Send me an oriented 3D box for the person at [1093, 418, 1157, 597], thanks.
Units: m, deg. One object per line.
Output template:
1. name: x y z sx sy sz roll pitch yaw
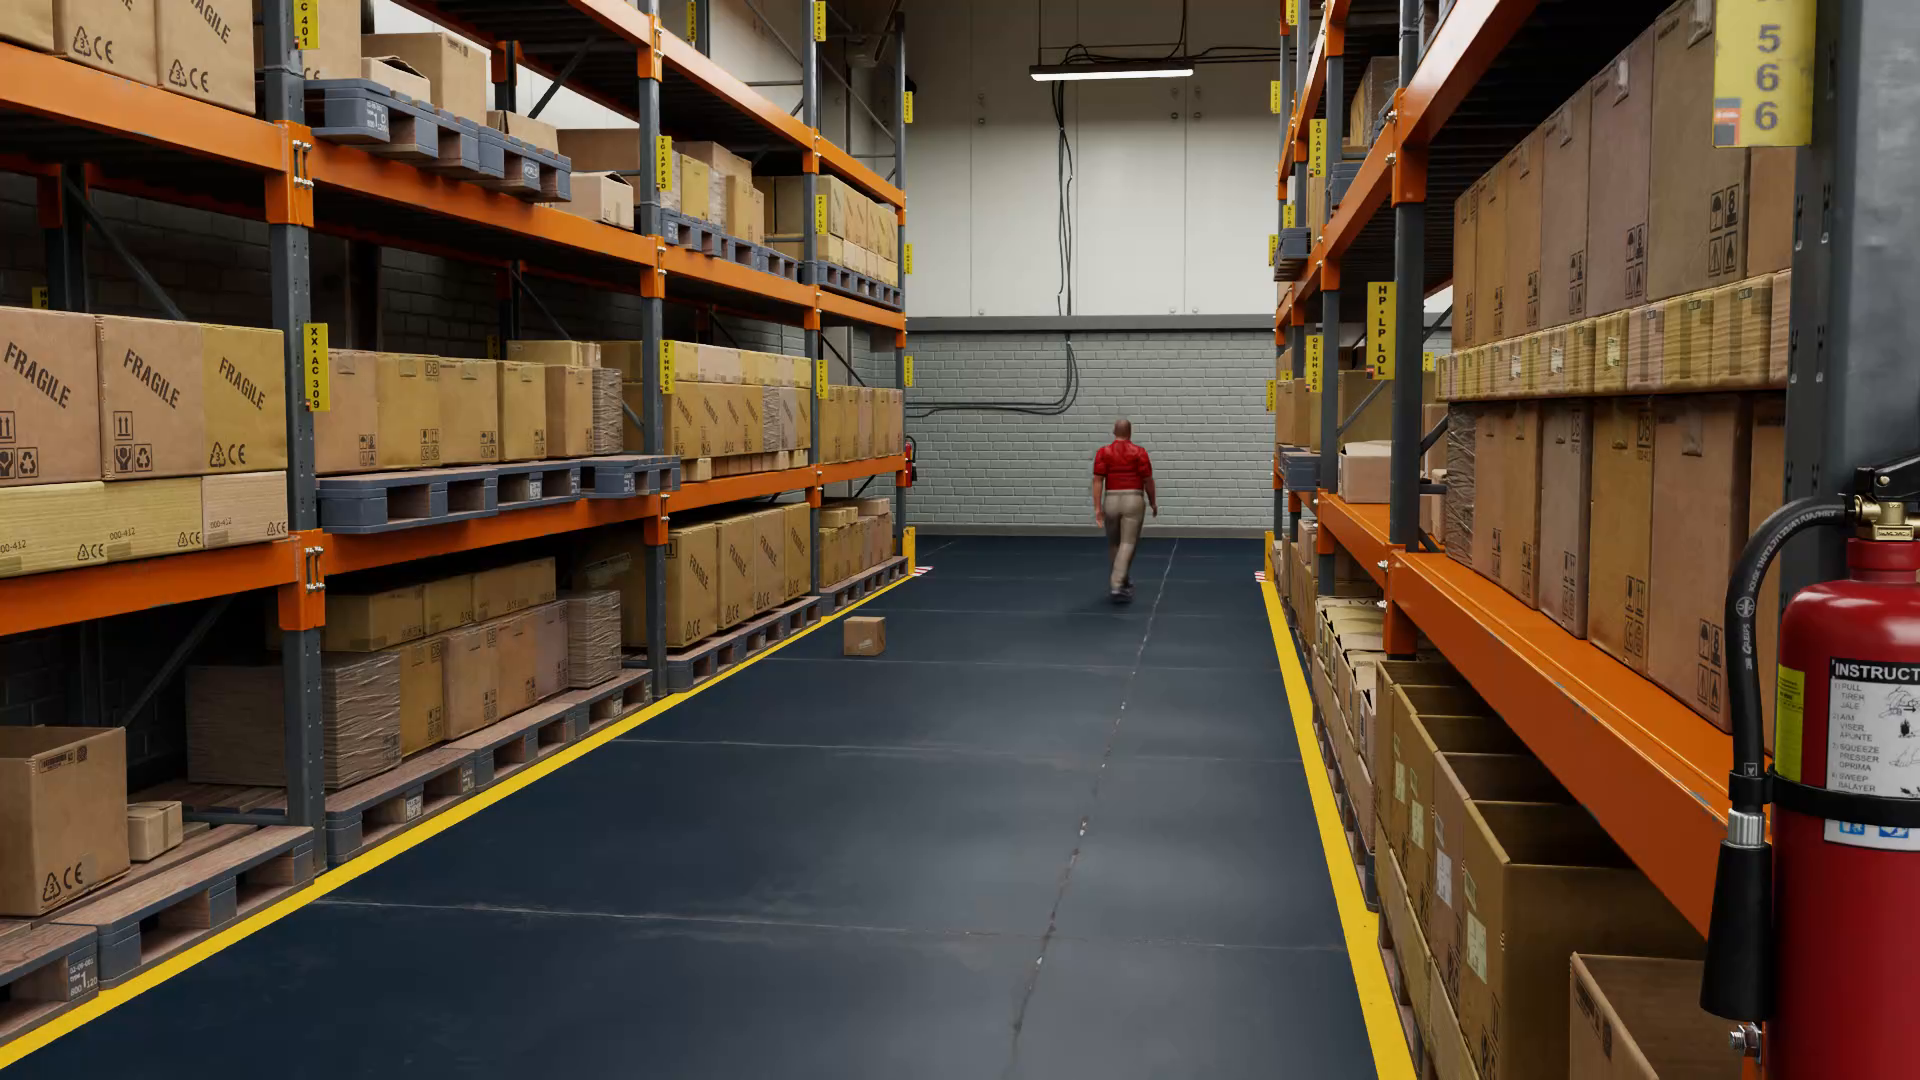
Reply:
1. person: 1.578 -0.317 15.700 0.542 1.663 1.019 2 5 25
